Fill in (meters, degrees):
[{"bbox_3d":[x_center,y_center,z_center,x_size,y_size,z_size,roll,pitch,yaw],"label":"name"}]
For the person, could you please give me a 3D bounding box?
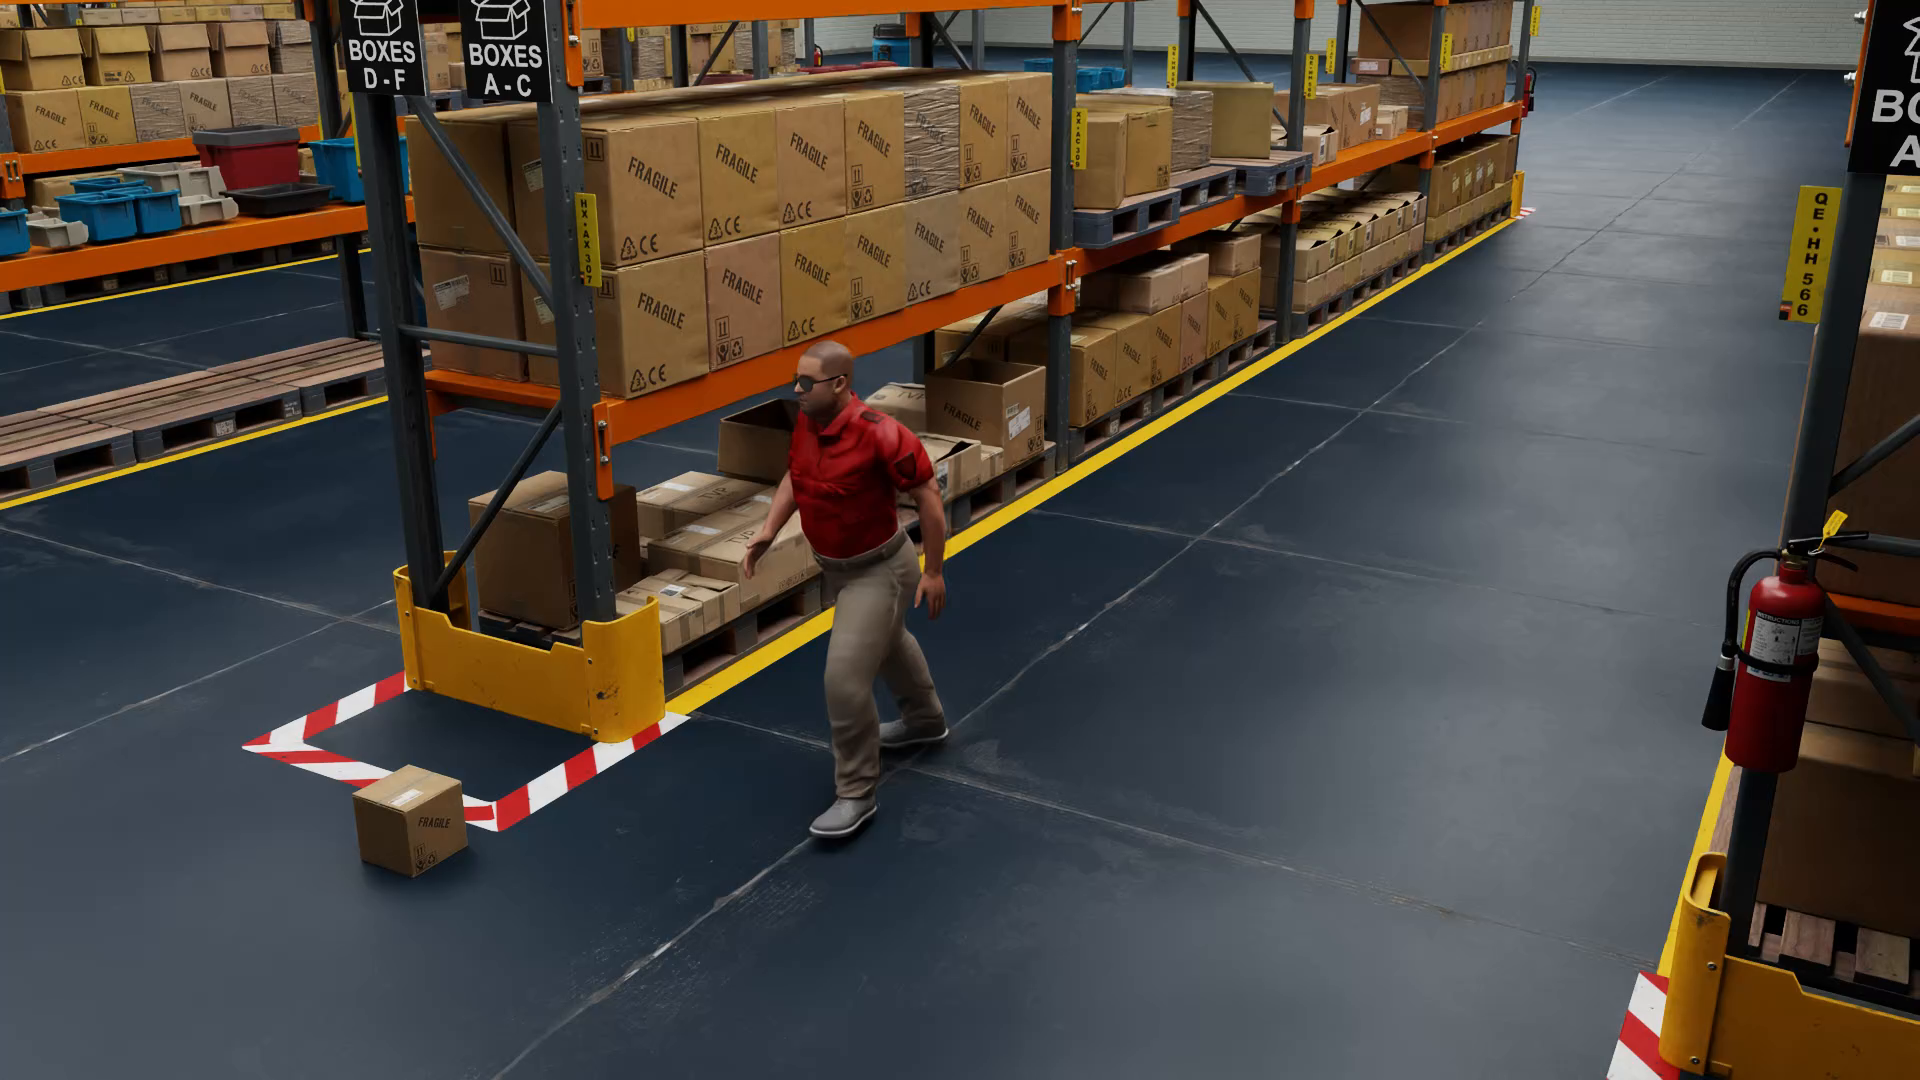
[{"bbox_3d":[-0.322,0.105,5.832,0.837,1.660,0.702,-12,23,-31],"label":"person"}]
